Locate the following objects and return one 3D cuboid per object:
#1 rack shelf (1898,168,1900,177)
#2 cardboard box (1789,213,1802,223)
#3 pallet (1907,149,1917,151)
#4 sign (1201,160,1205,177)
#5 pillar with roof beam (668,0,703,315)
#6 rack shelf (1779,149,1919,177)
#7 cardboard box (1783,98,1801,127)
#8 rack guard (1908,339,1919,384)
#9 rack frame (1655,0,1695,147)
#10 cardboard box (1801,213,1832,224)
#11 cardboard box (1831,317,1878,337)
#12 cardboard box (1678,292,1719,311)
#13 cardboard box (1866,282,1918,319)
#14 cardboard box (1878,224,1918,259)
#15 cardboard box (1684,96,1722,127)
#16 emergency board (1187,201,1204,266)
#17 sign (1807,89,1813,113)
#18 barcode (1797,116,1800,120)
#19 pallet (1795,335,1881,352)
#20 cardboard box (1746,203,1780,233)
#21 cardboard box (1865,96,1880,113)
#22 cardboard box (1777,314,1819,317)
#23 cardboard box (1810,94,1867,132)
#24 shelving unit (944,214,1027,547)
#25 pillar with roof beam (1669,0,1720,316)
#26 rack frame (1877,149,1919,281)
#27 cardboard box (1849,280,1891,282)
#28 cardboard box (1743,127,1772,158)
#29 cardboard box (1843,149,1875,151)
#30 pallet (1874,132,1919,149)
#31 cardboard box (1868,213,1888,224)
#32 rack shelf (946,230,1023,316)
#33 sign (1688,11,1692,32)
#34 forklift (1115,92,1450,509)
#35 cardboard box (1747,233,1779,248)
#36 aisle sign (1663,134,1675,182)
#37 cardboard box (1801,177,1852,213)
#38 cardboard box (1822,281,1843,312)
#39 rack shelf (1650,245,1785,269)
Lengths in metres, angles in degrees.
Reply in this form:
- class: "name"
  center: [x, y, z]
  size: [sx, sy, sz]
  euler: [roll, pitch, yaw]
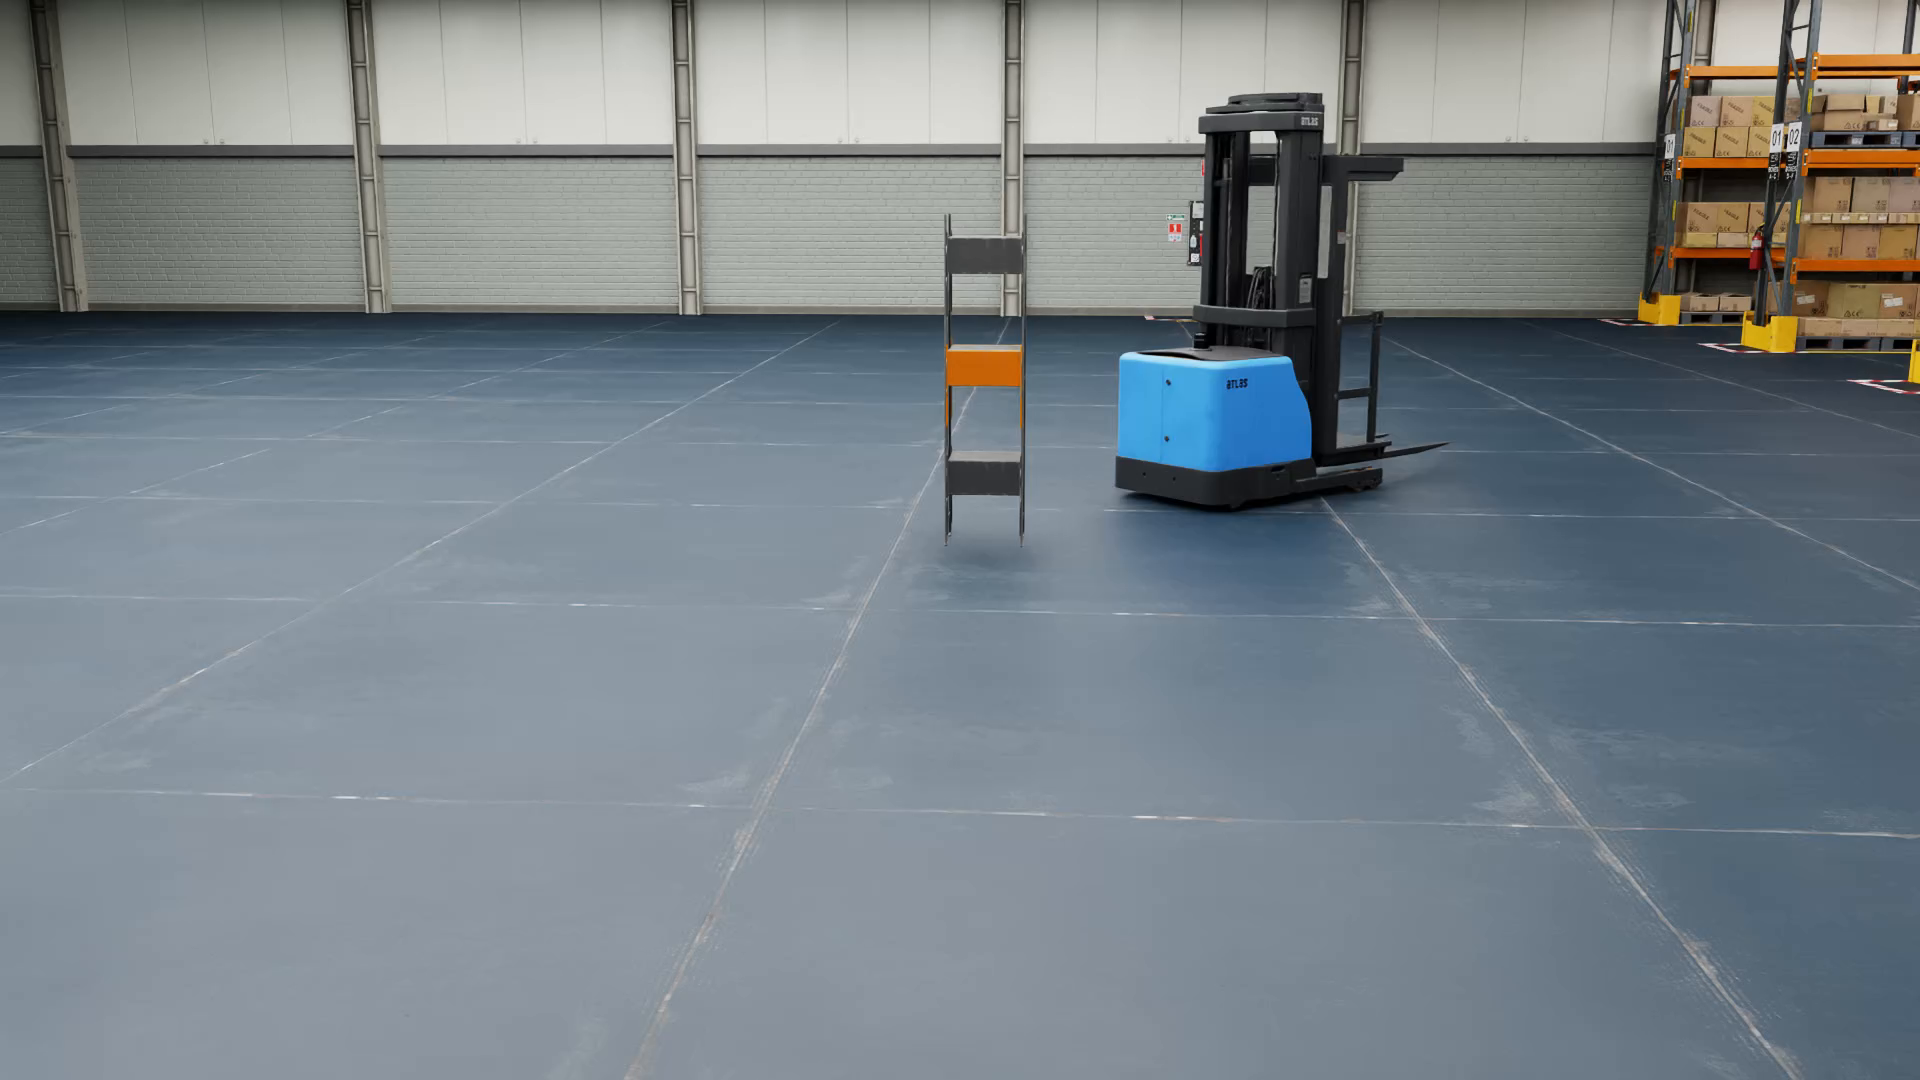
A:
- class: "rack shelf"
  center: [18.157, -6.323, 28.252]
  size: [4.000, 0.370, 1.077]
  euler: [1, 12, 4]
- class: "cardboard box"
  center: [12.237, -4.677, 24.124]
  size: [0.250, 0.149, 0.380]
  euler: [1, 12, 3]
- class: "pallet"
  center: [16.770, -6.581, 28.184]
  size: [1.003, 0.211, 1.213]
  euler: [1, 12, 4]
- class: "sign"
  center: [4.476, -6.735, 30.128]
  size: [0.199, 0.298, 0.001]
  euler: [1, 12, 4]
- class: "pillar with roof beam"
  center: [-5.321, -7.760, 26.035]
  size: [0.400, 9.000, 9.100]
  euler: [1, 12, 4]
- class: "rack shelf"
  center: [13.839, -5.366, 23.675]
  size: [4.000, 0.370, 1.077]
  euler: [1, 12, 4]
- class: "cardboard box"
  center: [14.155, -7.328, 28.564]
  size: [0.500, 0.500, 0.500]
  euler: [1, 12, 4]
- class: "rack guard"
  center: [11.587, -2.050, 19.499]
  size: [0.348, 0.500, 1.175]
  euler: [1, 12, 4]
- class: "rack frame"
  center: [12.171, -8.226, 28.263]
  size: [0.127, 3.000, 1.000]
  euler: [1, 12, 4]
- class: "cardboard box"
  center: [12.220, -4.594, 23.727]
  size: [0.250, 0.149, 0.380]
  euler: [1, 12, 3]
- class: "cardboard box"
  center: [12.863, -3.078, 23.996]
  size: [0.500, 0.250, 0.500]
  euler: [1, 12, 4]
- class: "cardboard box"
  center: [12.855, -4.161, 28.975]
  size: [0.500, 0.311, 0.500]
  euler: [-1, 12, -3]
- class: "cardboard box"
  center: [13.362, -3.441, 23.898]
  size: [0.500, 0.500, 0.500]
  euler: [1, 12, 4]
- class: "cardboard box"
  center: [13.327, -4.303, 23.918]
  size: [0.500, 0.500, 0.700]
  euler: [1, 12, 4]
- class: "cardboard box"
  center: [12.539, -7.251, 28.193]
  size: [0.500, 0.500, 0.500]
  euler: [0, 12, 0]
- class: "emergency board"
  center: [4.477, -5.580, 30.268]
  size: [0.643, 1.169, 0.194]
  euler: [1, 12, 4]
- class: "sign"
  center: [11.800, -6.099, 23.093]
  size: [0.005, 0.325, 0.100]
  euler: [1, 12, 4]
- class: "barcode"
  center: [12.177, -6.124, 24.124]
  size: [0.075, 0.075, 0.001]
  euler: [1, 12, 4]
- class: "pallet"
  center: [12.609, -2.911, 24.316]
  size: [1.213, 0.211, 1.003]
  euler: [1, 12, 4]
- class: "cardboard box"
  center: [13.634, -5.508, 28.407]
  size: [0.500, 0.500, 0.500]
  euler: [0, 12, 2]
- class: "cardboard box"
  center: [15.093, -7.208, 27.988]
  size: [0.500, 0.500, 0.500]
  euler: [1, 12, 7]
- class: "cardboard box"
  center: [12.398, -3.190, 24.531]
  size: [0.500, 0.250, 0.500]
  euler: [1, 12, 4]
- class: "cardboard box"
  center: [12.416, -6.061, 23.623]
  size: [0.637, 0.503, 0.797]
  euler: [2, 12, 8]
- class: "shelving unit"
  center: [0.165, -1.025, 10.692]
  size: [0.503, 2.100, 0.431]
  euler: [1, 12, 4]
- class: "pillar with roof beam"
  center: [12.639, -7.513, 24.858]
  size: [0.400, 9.000, 9.100]
  euler: [1, 12, 4]
- class: "rack frame"
  center: [16.162, -5.235, 28.616]
  size: [0.127, 3.000, 1.000]
  euler: [1, 12, 4]
- class: "cardboard box"
  center: [13.397, -3.547, 24.406]
  size: [0.500, 0.500, 0.500]
  euler: [1, 12, 4]
- class: "cardboard box"
  center: [13.539, -6.740, 28.192]
  size: [0.500, 0.500, 0.500]
  euler: [1, 12, 6]
- class: "cardboard box"
  center: [15.137, -6.727, 28.134]
  size: [0.500, 0.500, 0.500]
  euler: [0, 12, -1]
- class: "pallet"
  center: [13.768, -5.671, 23.593]
  size: [1.213, 0.211, 1.003]
  euler: [1, 12, 4]
- class: "cardboard box"
  center: [12.984, -4.584, 23.676]
  size: [0.250, 0.149, 0.380]
  euler: [1, 12, 3]
- class: "rack shelf"
  center: [0.165, -1.697, 10.551]
  size: [0.480, 0.518, 0.431]
  euler: [1, 12, 4]
- class: "sign"
  center: [12.134, -8.611, 27.630]
  size: [0.005, 0.325, 0.100]
  euler: [1, 12, 4]
- class: "forklift"
  center: [2.632, -1.877, 12.732]
  size: [3.031, 2.935, 1.130]
  euler: [-9, 15, -38]
- class: "cardboard box"
  center: [13.663, -5.142, 28.490]
  size: [0.500, 0.250, 0.500]
  euler: [1, 12, 3]
- class: "aisle sign"
  center: [12.079, -6.501, 28.323]
  size: [0.004, 0.787, 0.394]
  euler: [1, 12, 4]
- class: "cardboard box"
  center: [12.361, -4.951, 23.850]
  size: [0.500, 0.500, 0.700]
  euler: [1, 12, 4]
- class: "cardboard box"
  center: [15.123, -4.232, 28.856]
  size: [0.500, 0.500, 0.500]
  euler: [0, 12, -1]
- class: "rack shelf"
  center: [14.166, -4.910, 28.820]
  size: [4.000, 0.370, 1.077]
  euler: [1, 12, 4]
